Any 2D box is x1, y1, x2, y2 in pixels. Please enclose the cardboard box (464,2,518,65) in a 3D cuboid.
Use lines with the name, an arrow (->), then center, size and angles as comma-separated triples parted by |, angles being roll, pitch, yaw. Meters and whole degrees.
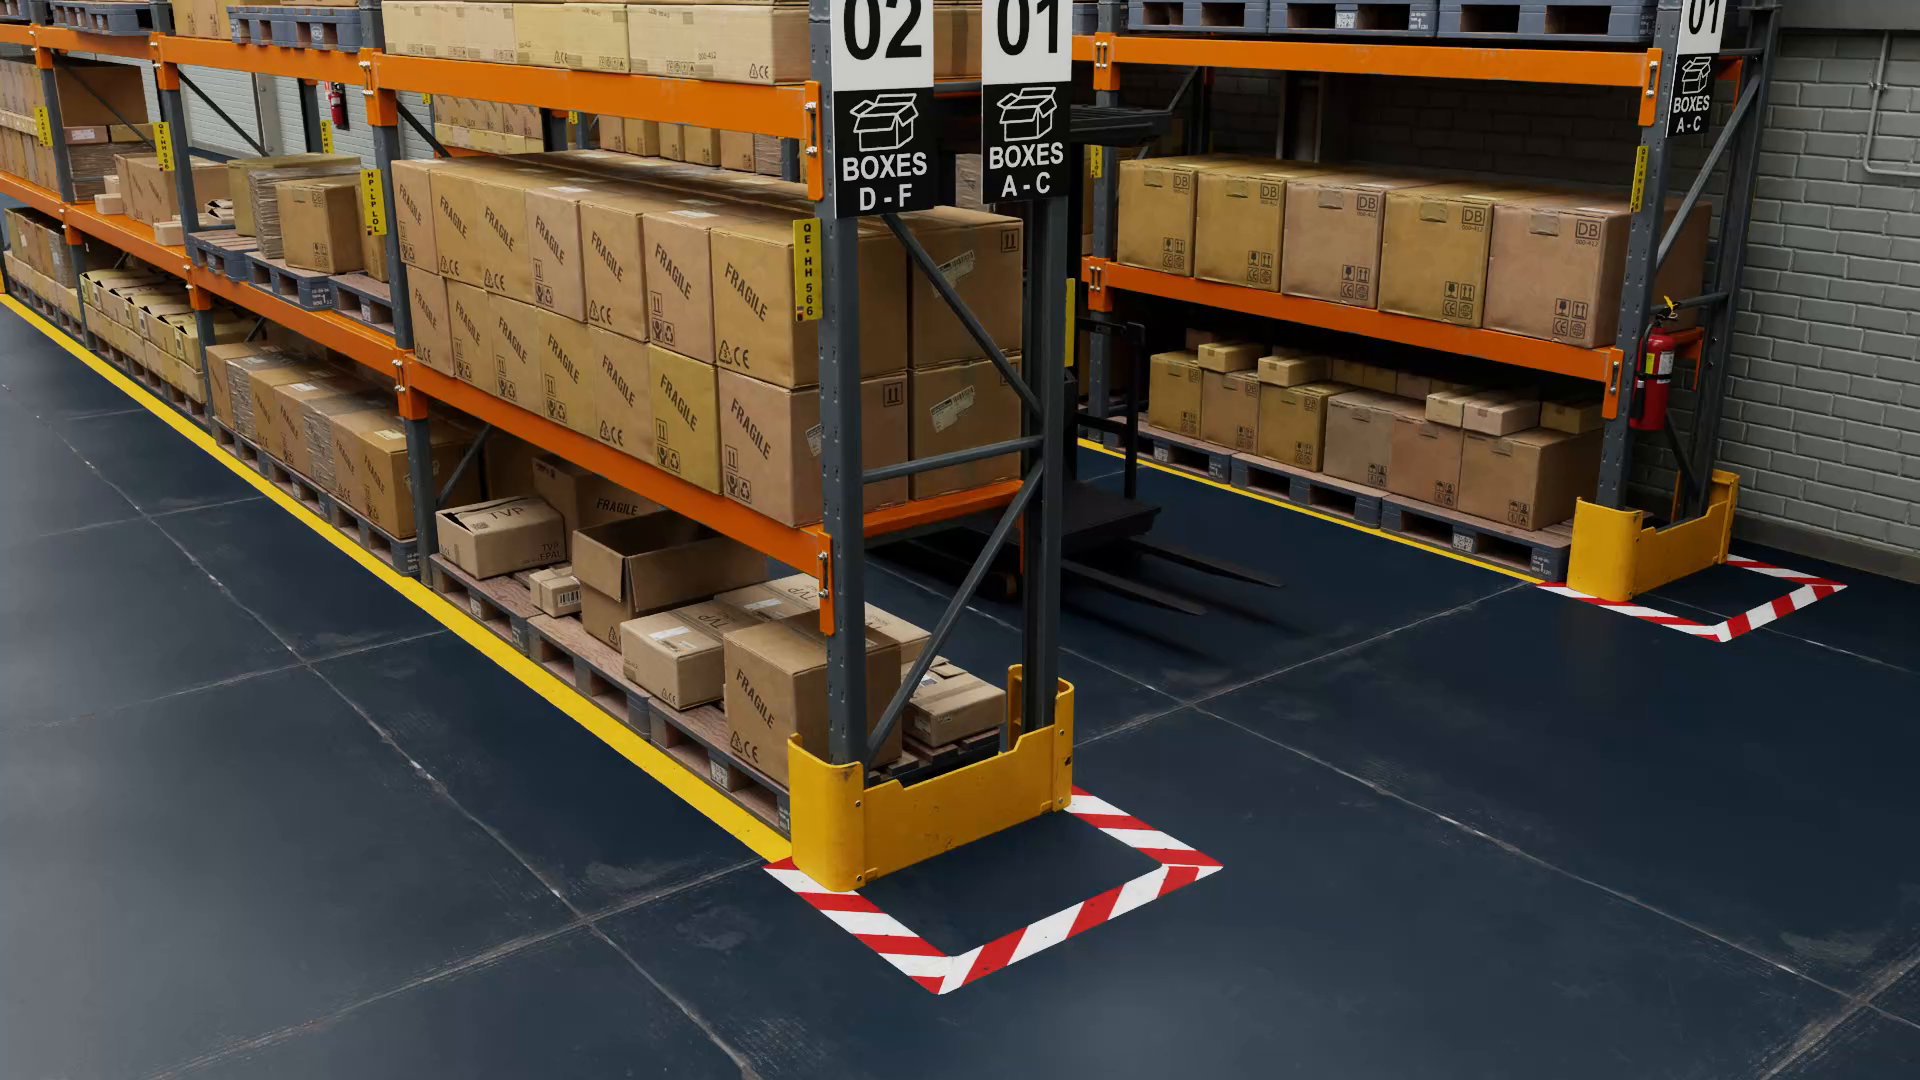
cardboard box -> -1.803, -2.201, 7.204 | 0.500, 0.250, 0.500 | -14, 23, -36

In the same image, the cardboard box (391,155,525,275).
cardboard box -> -2.456, -1.615, 8.218 | 0.500, 0.500, 0.500 | -13, 22, -35

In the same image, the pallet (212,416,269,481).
pallet -> -4.577, -0.734, 11.744 | 1.003, 0.211, 1.213 | -14, 23, -36

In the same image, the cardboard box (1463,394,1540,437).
cardboard box -> 3.101, -0.715, 9.528 | 0.380, 0.149, 0.250 | -14, 23, -37

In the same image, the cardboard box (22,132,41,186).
cardboard box -> -8.735, -3.770, 16.316 | 0.700, 0.500, 0.500 | -13, 22, -35

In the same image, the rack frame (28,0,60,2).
rack frame -> -7.495, -6.083, 13.917 | 1.000, 3.000, 0.127 | -14, 23, -36

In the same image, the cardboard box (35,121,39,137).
cardboard box -> -8.312, -3.805, 15.392 | 0.380, 0.149, 0.250 | -14, 23, -36

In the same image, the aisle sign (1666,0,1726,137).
aisle sign -> 3.646, -2.404, 8.214 | 0.394, 0.787, 0.004 | -14, 23, -36

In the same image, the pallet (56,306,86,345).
pallet -> -7.956, -2.115, 15.915 | 1.003, 0.211, 1.213 | -14, 23, -36

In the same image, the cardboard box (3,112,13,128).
cardboard box -> -9.261, -4.183, 16.533 | 0.380, 0.149, 0.250 | -15, 23, -38

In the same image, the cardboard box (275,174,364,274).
cardboard box -> -3.673, -1.934, 10.104 | 0.500, 0.500, 0.700 | 13, 23, 35

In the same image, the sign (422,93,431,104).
sign -> -6.523, -5.493, 20.303 | 0.100, 0.325, 0.005 | -14, 23, -36

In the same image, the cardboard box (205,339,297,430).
cardboard box -> -4.953, -1.104, 11.700 | 0.500, 0.500, 0.500 | -13, 22, -34

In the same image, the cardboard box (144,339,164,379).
cardboard box -> -6.162, -1.476, 13.255 | 0.500, 0.250, 0.500 | -13, 23, -35

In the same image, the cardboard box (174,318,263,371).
cardboard box -> -5.529, -1.491, 12.406 | 0.500, 0.311, 0.500 | -13, 22, -35

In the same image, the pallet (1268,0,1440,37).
pallet -> 2.606, -3.109, 9.850 | 1.003, 0.211, 1.213 | -14, 23, -36

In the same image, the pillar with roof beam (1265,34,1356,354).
pillar with roof beam -> -0.909, -4.235, 8.338 | 9.100, 9.000, 0.400 | -14, 23, -36

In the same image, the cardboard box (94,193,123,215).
cardboard box -> -7.105, -2.858, 14.120 | 0.380, 0.149, 0.250 | -14, 23, -36

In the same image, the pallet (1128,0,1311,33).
pallet -> 1.853, -3.410, 10.757 | 1.003, 0.211, 1.213 | -14, 23, -36

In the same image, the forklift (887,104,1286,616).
forklift -> 0.415, -1.243, 8.953 | 1.130, 2.935, 3.031 | -15, 24, -39

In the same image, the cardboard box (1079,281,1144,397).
cardboard box -> 0.848, -1.545, 12.509 | 0.750, 0.750, 0.750 | -14, 23, -35

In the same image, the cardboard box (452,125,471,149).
cardboard box -> -5.710, -4.819, 19.852 | 0.500, 0.250, 0.500 | -15, 23, -38

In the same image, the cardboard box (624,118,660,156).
cardboard box -> -2.983, -4.188, 16.879 | 0.700, 0.500, 0.500 | -11, 21, -31

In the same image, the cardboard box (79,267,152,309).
cardboard box -> -7.433, -2.245, 14.684 | 0.500, 0.311, 0.500 | -14, 23, -36

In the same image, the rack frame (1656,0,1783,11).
rack frame -> 3.837, -4.094, 7.910 | 1.000, 3.000, 0.127 | -14, 23, -36

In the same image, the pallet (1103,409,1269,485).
pallet -> 1.764, -0.705, 11.656 | 1.003, 0.211, 1.213 | -14, 23, -36

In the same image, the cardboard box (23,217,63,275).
cardboard box -> -8.890, -2.925, 16.437 | 0.500, 0.500, 0.500 | -14, 23, -36

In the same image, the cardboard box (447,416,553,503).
cardboard box -> -2.637, -0.453, 9.734 | 0.500, 0.500, 0.500 | -15, 24, -39

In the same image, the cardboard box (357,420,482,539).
cardboard box -> -3.059, -0.352, 9.429 | 0.500, 0.500, 0.500 | -14, 23, -36

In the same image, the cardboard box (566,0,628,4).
cardboard box -> -1.181, -2.192, 6.382 | 0.500, 0.250, 0.500 | -14, 23, -36

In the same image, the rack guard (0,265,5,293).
rack guard -> -9.993, -3.040, 18.248 | 1.175, 0.500, 0.348 | -14, 23, -36

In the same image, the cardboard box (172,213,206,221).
cardboard box -> -5.847, -2.433, 12.839 | 0.380, 0.149, 0.250 | -12, 22, -32

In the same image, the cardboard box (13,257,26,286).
cardboard box -> -9.506, -2.817, 17.303 | 0.500, 0.250, 0.500 | -14, 23, -36

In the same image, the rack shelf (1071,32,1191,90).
rack shelf -> 0.111, -3.807, 12.959 | 1.077, 0.370, 4.000 | -14, 23, -36

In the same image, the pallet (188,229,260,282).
pallet -> -4.535, -2.005, 11.451 | 1.213, 0.211, 1.003 | -14, 23, -36

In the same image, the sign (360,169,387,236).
sign -> -2.960, -1.704, 8.395 | 0.100, 0.325, 0.005 | -14, 23, -36

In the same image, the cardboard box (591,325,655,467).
cardboard box -> -1.166, -0.634, 6.846 | 0.500, 0.500, 0.500 | -14, 23, -36

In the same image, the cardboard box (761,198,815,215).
cardboard box -> -0.443, -1.088, 6.628 | 0.500, 0.500, 0.500 | -14, 23, -36

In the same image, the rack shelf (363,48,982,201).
rack shelf -> -1.286, -1.853, 7.060 | 1.077, 0.370, 4.000 | -14, 23, -36

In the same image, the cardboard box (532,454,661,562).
cardboard box -> -1.951, -0.201, 8.974 | 0.500, 0.500, 0.500 | -14, 23, -36

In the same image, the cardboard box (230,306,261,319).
cardboard box -> -5.439, -1.724, 13.110 | 0.500, 0.311, 0.500 | -15, 23, -37

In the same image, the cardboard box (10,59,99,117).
cardboard box -> -8.710, -4.377, 16.087 | 0.700, 0.500, 0.500 | -14, 23, -36

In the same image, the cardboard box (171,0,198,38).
cardboard box -> -4.714, -3.620, 11.092 | 0.910, 0.500, 0.500 | -14, 23, -36

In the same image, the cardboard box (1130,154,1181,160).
cardboard box -> 1.265, -2.592, 12.255 | 0.500, 0.500, 0.500 | -15, 23, -38

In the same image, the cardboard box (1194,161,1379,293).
cardboard box -> 2.126, -2.056, 10.823 | 0.980, 0.700, 0.700 | -15, 23, -37

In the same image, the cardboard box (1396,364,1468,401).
cardboard box -> 2.929, -0.977, 10.317 | 0.380, 0.149, 0.250 | -14, 23, -35

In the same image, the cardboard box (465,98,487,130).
cardboard box -> -5.422, -5.054, 19.368 | 0.500, 0.500, 0.500 | -15, 23, -38

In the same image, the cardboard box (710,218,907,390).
cardboard box -> -0.536, -0.856, 5.927 | 0.500, 0.500, 0.500 | -14, 23, -37

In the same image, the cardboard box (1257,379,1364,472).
cardboard box -> 2.363, -0.789, 10.780 | 0.700, 0.500, 0.500 | -13, 23, -35
